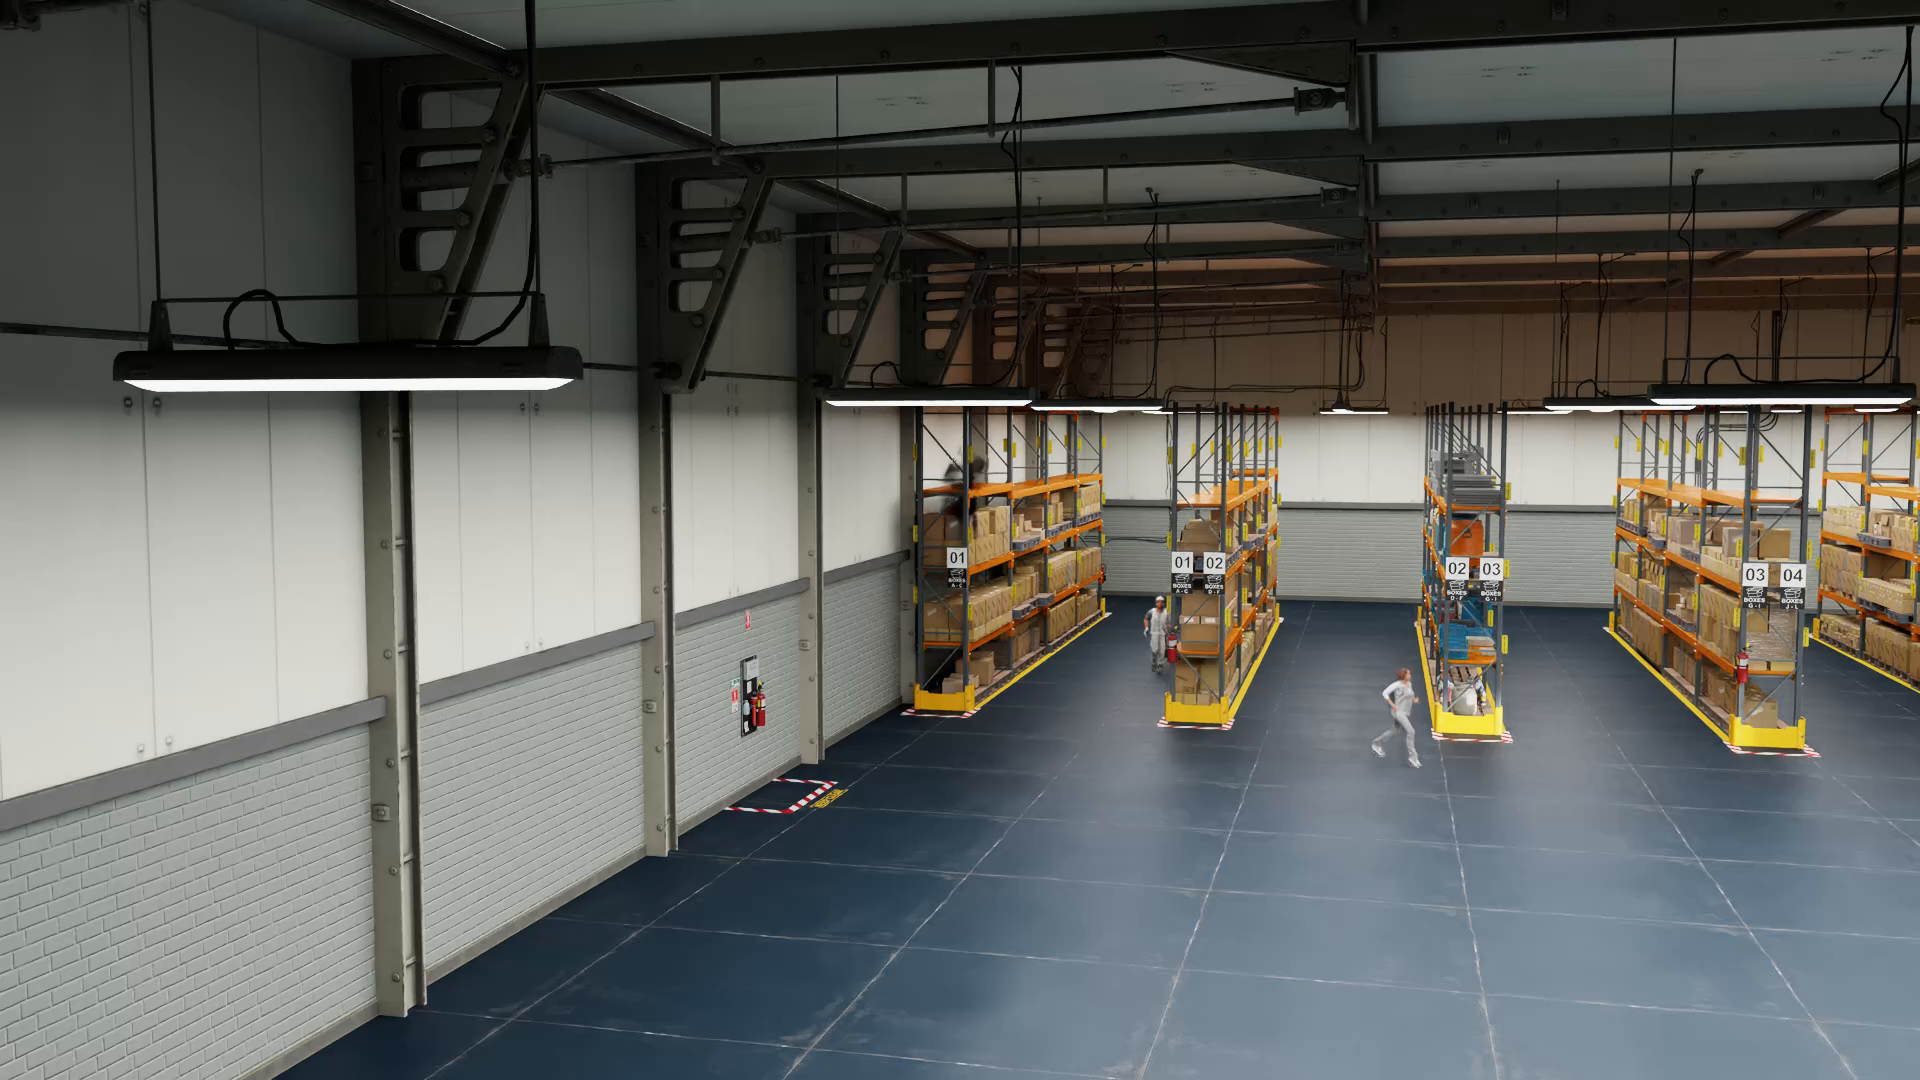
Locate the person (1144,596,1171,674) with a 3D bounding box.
[{"bbox_3d":[4.405,2.118,36.800,0.643,1.743,0.615,0,4,4],"label":"person"}]

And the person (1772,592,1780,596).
[{"bbox_3d":[20.689,1.826,42.139,0.697,1.606,0.684,2,5,24],"label":"person"}]

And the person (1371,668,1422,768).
[{"bbox_3d":[7.245,2.907,27.483,0.915,1.630,0.506,3,5,34],"label":"person"}]
